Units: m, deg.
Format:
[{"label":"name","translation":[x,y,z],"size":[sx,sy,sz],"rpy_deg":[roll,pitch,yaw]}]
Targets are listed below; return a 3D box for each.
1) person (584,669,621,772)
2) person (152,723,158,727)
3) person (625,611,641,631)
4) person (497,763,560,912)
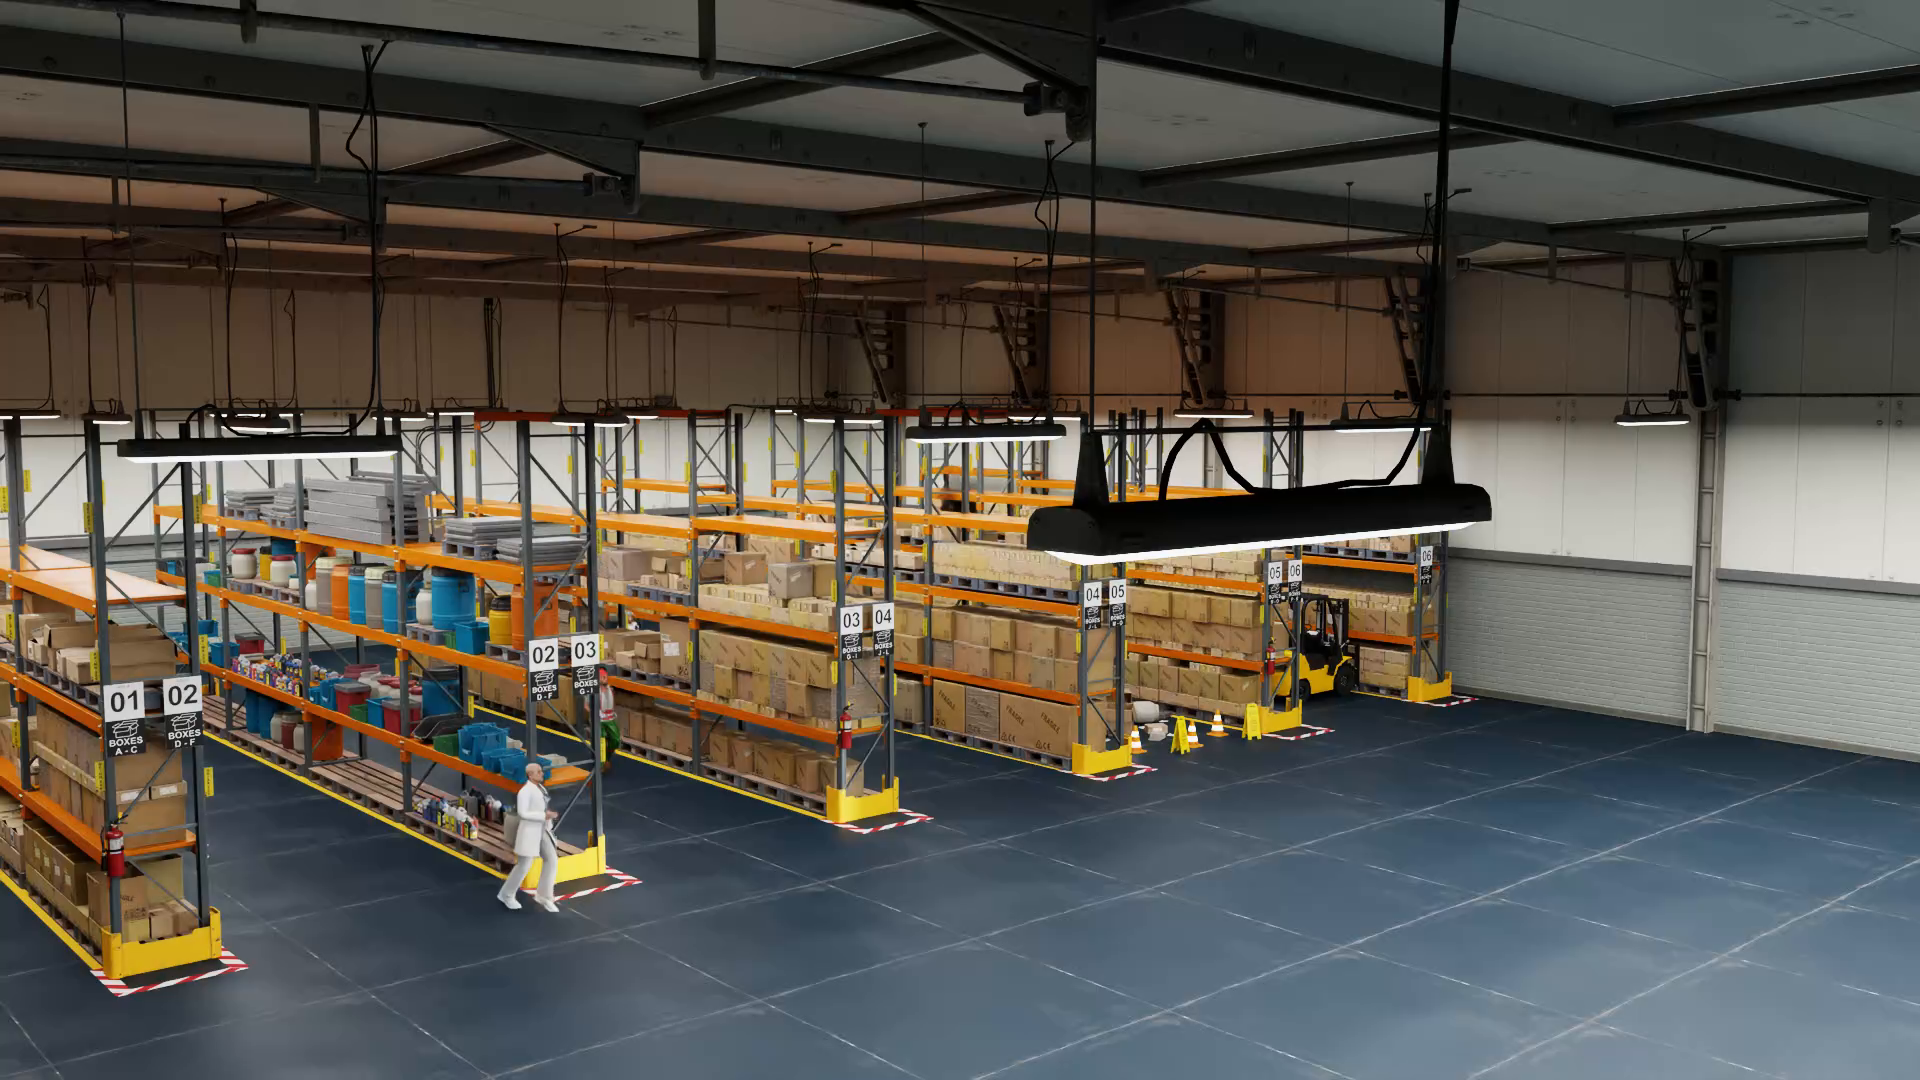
[{"label":"person","translation":[-5.922,3.017,27.686],"size":[0.663,1.744,0.590],"rpy_deg":[-5,7,-44]},{"label":"person","translation":[-14.633,2.868,30.033],"size":[0.549,1.654,0.555],"rpy_deg":[4,7,41]},{"label":"person","translation":[-7.207,2.353,36.270],"size":[0.616,1.627,0.550],"rpy_deg":[-4,6,-36]},{"label":"person","translation":[-5.261,3.658,20.450],"size":[0.752,1.841,0.712],"rpy_deg":[1,5,12]}]
